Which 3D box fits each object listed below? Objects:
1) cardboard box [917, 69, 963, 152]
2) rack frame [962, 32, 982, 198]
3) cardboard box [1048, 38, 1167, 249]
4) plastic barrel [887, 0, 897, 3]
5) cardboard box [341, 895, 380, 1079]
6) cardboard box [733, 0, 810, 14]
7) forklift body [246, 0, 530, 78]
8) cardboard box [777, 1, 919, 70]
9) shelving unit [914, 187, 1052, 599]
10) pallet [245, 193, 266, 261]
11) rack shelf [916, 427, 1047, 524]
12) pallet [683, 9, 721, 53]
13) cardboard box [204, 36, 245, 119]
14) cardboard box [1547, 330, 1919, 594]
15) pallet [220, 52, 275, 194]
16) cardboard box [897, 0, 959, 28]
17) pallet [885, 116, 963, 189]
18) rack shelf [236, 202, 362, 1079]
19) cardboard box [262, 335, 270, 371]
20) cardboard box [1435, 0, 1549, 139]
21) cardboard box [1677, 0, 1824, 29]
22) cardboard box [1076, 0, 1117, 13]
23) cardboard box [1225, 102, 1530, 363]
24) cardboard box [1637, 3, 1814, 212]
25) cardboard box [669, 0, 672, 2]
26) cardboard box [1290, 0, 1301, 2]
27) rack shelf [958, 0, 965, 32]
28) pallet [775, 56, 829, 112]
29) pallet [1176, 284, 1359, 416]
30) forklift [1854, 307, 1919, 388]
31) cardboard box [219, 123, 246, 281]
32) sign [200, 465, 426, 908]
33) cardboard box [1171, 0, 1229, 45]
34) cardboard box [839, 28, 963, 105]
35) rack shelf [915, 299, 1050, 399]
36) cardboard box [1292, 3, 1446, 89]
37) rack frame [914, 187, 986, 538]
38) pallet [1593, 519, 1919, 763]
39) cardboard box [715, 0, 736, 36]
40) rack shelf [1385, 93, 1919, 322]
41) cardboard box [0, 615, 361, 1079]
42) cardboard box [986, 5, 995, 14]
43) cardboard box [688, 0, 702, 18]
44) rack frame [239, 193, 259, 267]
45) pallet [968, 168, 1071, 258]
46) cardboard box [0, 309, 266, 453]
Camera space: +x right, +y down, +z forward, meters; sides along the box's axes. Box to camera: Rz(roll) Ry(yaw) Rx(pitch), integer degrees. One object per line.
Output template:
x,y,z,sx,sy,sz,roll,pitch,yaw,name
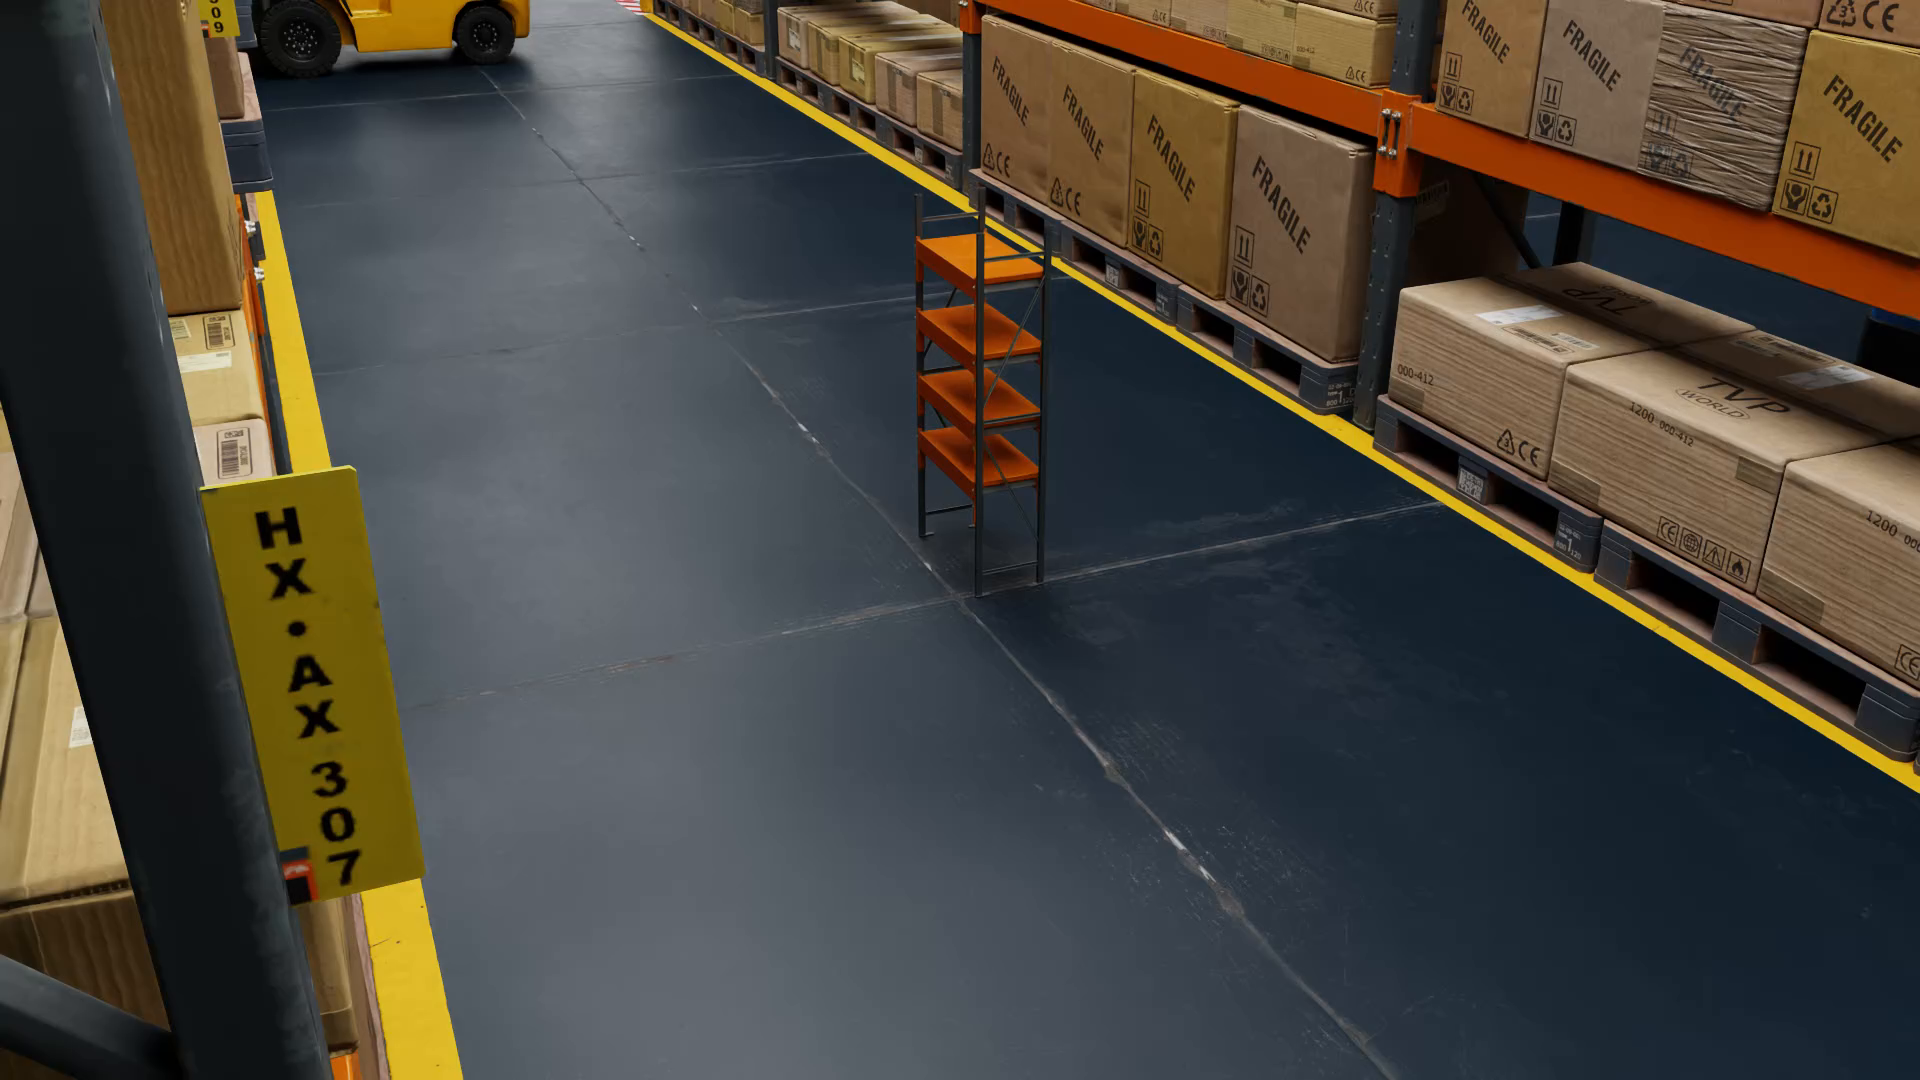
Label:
0.286,-2.732,10.444,0.950,0.372,0.625,-13,29,-24,cardboard box
0.498,-3.495,9.489,1.000,3.000,0.127,-11,28,-21,rack frame
1.037,-2.075,8.524,0.875,0.875,0.875,-10,28,-20,cardboard box
-0.433,-4.993,15.494,0.512,0.421,0.421,8,27,15,plastic barrel
-1.386,0.909,2.840,0.700,0.500,0.500,-9,28,-18,cardboard box
-1.547,-4.592,13.538,0.500,0.500,0.500,-11,28,-21,cardboard box
-4.780,-5.037,13.614,2.313,2.155,1.214,-11,28,-21,forklift body
-0.861,-3.906,12.848,0.950,0.372,0.625,-10,28,-20,cardboard box
0.065,-0.472,5.350,0.258,1.200,0.503,-11,28,-21,shelving unit
-4.355,-1.726,9.045,1.003,0.211,1.213,-11,28,-21,pallet
0.065,-0.233,5.467,0.258,0.148,0.480,-11,28,-21,rack shelf
-1.846,-4.615,14.961,1.003,0.211,1.213,-11,28,-21,pallet
-2.485,-1.493,4.796,0.700,0.500,0.500,-10,28,-19,cardboard box
2.562,-0.284,5.355,0.875,0.438,0.875,-11,28,-22,cardboard box
-2.714,-1.281,5.173,1.003,0.211,1.213,-11,28,-21,pallet
-0.236,-4.654,14.709,0.500,0.500,0.500,8,27,15,cardboard box
0.193,-2.557,10.747,1.003,0.211,1.213,-11,28,-21,pallet
-1.718,0.105,2.936,1.077,0.370,4.000,-11,28,-21,rack shelf
-3.090,-0.951,6.649,0.500,0.500,0.500,-12,28,-22,cardboard box
2.007,-1.690,5.679,0.500,0.500,0.500,-10,28,-19,cardboard box
2.410,-1.727,4.614,0.500,0.500,0.500,-10,28,-20,cardboard box
0.875,-2.770,8.174,0.500,0.250,0.500,-10,28,-19,cardboard box
1.748,-1.350,7.040,0.875,0.875,0.875,-10,28,-19,cardboard box
2.389,-1.285,4.848,0.500,0.500,0.500,-10,28,-20,cardboard box
-2.574,-5.304,15.850,0.500,0.250,0.500,-11,28,-21,cardboard box
1.465,-2.374,6.794,0.500,0.250,0.500,-10,28,-19,cardboard box
-0.286,-3.979,11.300,1.077,0.370,4.000,-11,28,-21,rack shelf
-0.763,-3.542,12.765,1.003,0.211,1.213,-11,28,-21,pallet
1.693,-0.925,7.405,1.003,0.211,1.213,-11,28,-21,pallet
5.316,-2.138,6.788,3.031,2.935,1.130,-15,30,-29,forklift
-1.868,-0.728,3.655,0.500,0.250,0.500,-10,28,-20,cardboard box
-0.436,0.107,1.126,0.100,0.325,0.005,-11,28,-21,sign
1.278,-2.363,7.342,0.500,0.250,0.500,-11,28,-22,cardboard box
-0.303,-3.336,11.680,0.950,0.372,0.625,-10,28,-19,cardboard box
0.065,-0.613,5.281,0.258,0.148,0.480,-11,28,-21,rack shelf
1.657,-1.950,6.497,0.500,0.250,0.500,-11,28,-22,cardboard box
-0.031,-0.571,5.552,0.240,1.200,0.015,-11,28,-21,rack frame
2.772,0.187,5.127,1.003,0.211,1.213,-11,28,-21,pallet
-1.765,-4.468,14.138,0.500,0.250,0.500,-11,28,-22,cardboard box
2.847,-0.749,4.686,1.077,0.370,4.000,-11,28,-21,rack shelf
-0.865,0.293,1.562,0.500,0.250,0.500,-10,28,-20,cardboard box
0.382,-5.329,16.090,0.637,0.503,0.797,13,29,24,cardboard box
-2.156,-4.879,14.979,0.500,0.250,0.500,-9,27,-17,cardboard box
-4.068,-2.640,7.739,1.000,3.000,0.127,-11,28,-21,rack frame
0.737,-1.910,9.422,1.003,0.211,1.213,-11,28,-21,pallet
-1.264,-0.114,2.397,0.500,0.250,0.500,-11,28,-22,cardboard box
